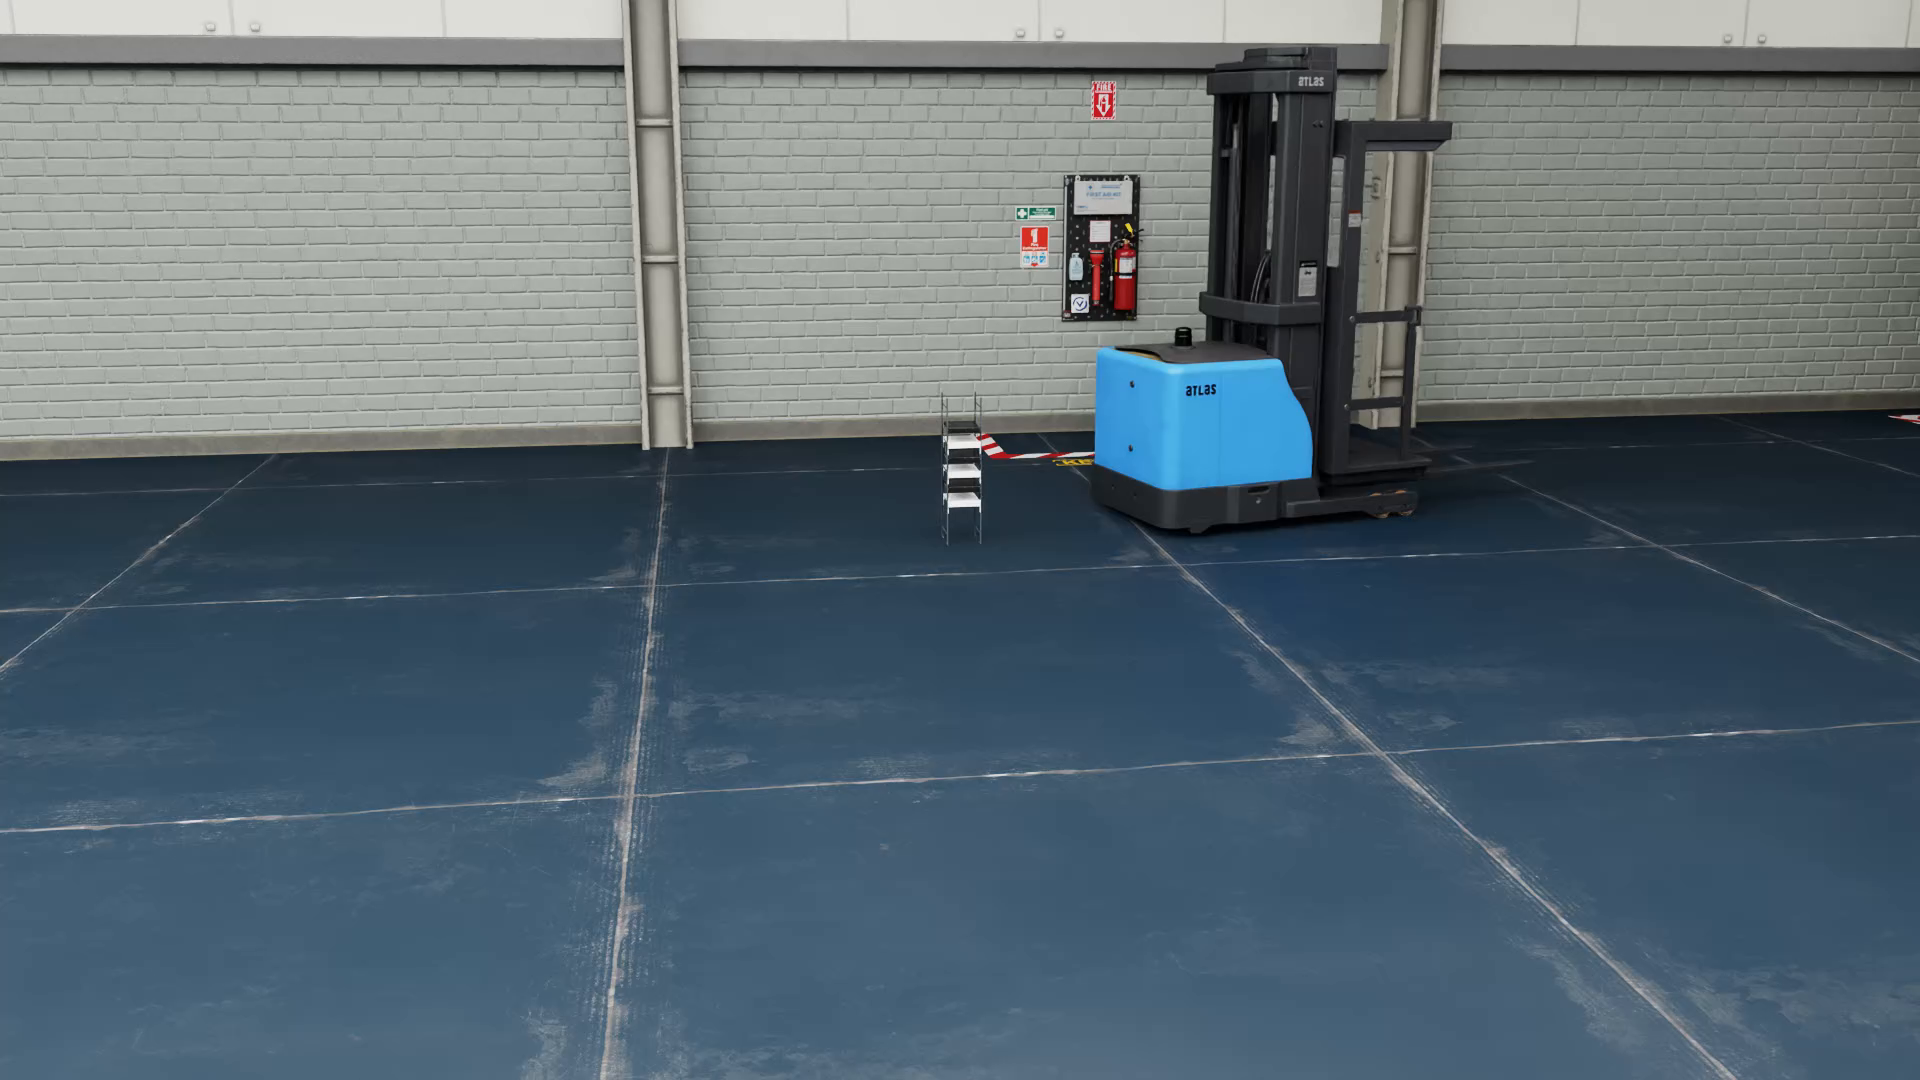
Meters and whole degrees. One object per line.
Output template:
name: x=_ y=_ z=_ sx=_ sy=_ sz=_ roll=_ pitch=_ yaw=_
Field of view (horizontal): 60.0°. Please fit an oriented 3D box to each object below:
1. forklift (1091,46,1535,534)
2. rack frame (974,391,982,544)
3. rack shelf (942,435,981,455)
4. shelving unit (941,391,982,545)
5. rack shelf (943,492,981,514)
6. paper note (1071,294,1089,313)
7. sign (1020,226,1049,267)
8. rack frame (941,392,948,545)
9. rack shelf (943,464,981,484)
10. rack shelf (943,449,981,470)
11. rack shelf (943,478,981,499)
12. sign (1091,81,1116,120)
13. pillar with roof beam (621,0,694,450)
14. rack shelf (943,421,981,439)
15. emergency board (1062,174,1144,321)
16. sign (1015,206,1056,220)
forklift: x=2.438 y=-1.672 z=10.865 sx=3.031 sy=2.935 sz=1.130 roll=-6 pitch=15 yaw=-22
rack frame: x=0.109 y=-0.440 z=10.128 sx=0.006 sy=0.900 sz=0.240 roll=-2 pitch=14 yaw=-8
rack shelf: x=0.008 y=-0.579 z=10.078 sx=0.200 sy=0.077 sz=0.258 roll=-2 pitch=14 yaw=-8
shelving unit: x=0.008 y=-0.437 z=10.114 sx=0.210 sy=0.900 sz=0.258 roll=-2 pitch=14 yaw=-8
rack shelf: x=0.008 y=-0.230 z=10.165 sx=0.200 sy=0.077 sz=0.258 roll=-2 pitch=14 yaw=-8
paper note: x=0.979 y=-1.928 z=13.555 sx=0.142 sy=0.148 sz=0.016 roll=-2 pitch=14 yaw=-8
sign: x=0.602 y=-2.367 z=13.422 sx=0.234 sy=0.329 sz=0.001 roll=-2 pitch=14 yaw=-8
rack frame: x=-0.093 y=-0.433 z=10.099 sx=0.006 sy=0.900 sz=0.240 roll=-2 pitch=14 yaw=-8
rack shelf: x=0.008 y=-0.404 z=10.122 sx=0.200 sy=0.077 sz=0.258 roll=-2 pitch=14 yaw=-8
rack shelf: x=0.008 y=-0.492 z=10.100 sx=0.200 sy=0.077 sz=0.258 roll=-2 pitch=14 yaw=-8
rack shelf: x=0.008 y=-0.317 z=10.144 sx=0.200 sy=0.077 sz=0.258 roll=-2 pitch=14 yaw=-8
sign: x=1.142 y=-3.493 z=13.219 sx=0.199 sy=0.298 sz=0.001 roll=-2 pitch=14 yaw=-8
pillar with roof beam: x=-1.678 y=-4.083 z=8.002 sx=0.400 sy=9.000 sz=9.100 roll=-2 pitch=14 yaw=-8
rack shelf: x=0.008 y=-0.666 z=10.056 sx=0.200 sy=0.077 sz=0.258 roll=-2 pitch=14 yaw=-8
emergency board: x=1.164 y=-2.345 z=13.407 sx=0.643 sy=1.169 sz=0.194 roll=-2 pitch=14 yaw=-8
sign: x=0.608 y=-2.622 z=13.349 sx=0.331 sy=0.109 sz=0.001 roll=-2 pitch=14 yaw=-8
